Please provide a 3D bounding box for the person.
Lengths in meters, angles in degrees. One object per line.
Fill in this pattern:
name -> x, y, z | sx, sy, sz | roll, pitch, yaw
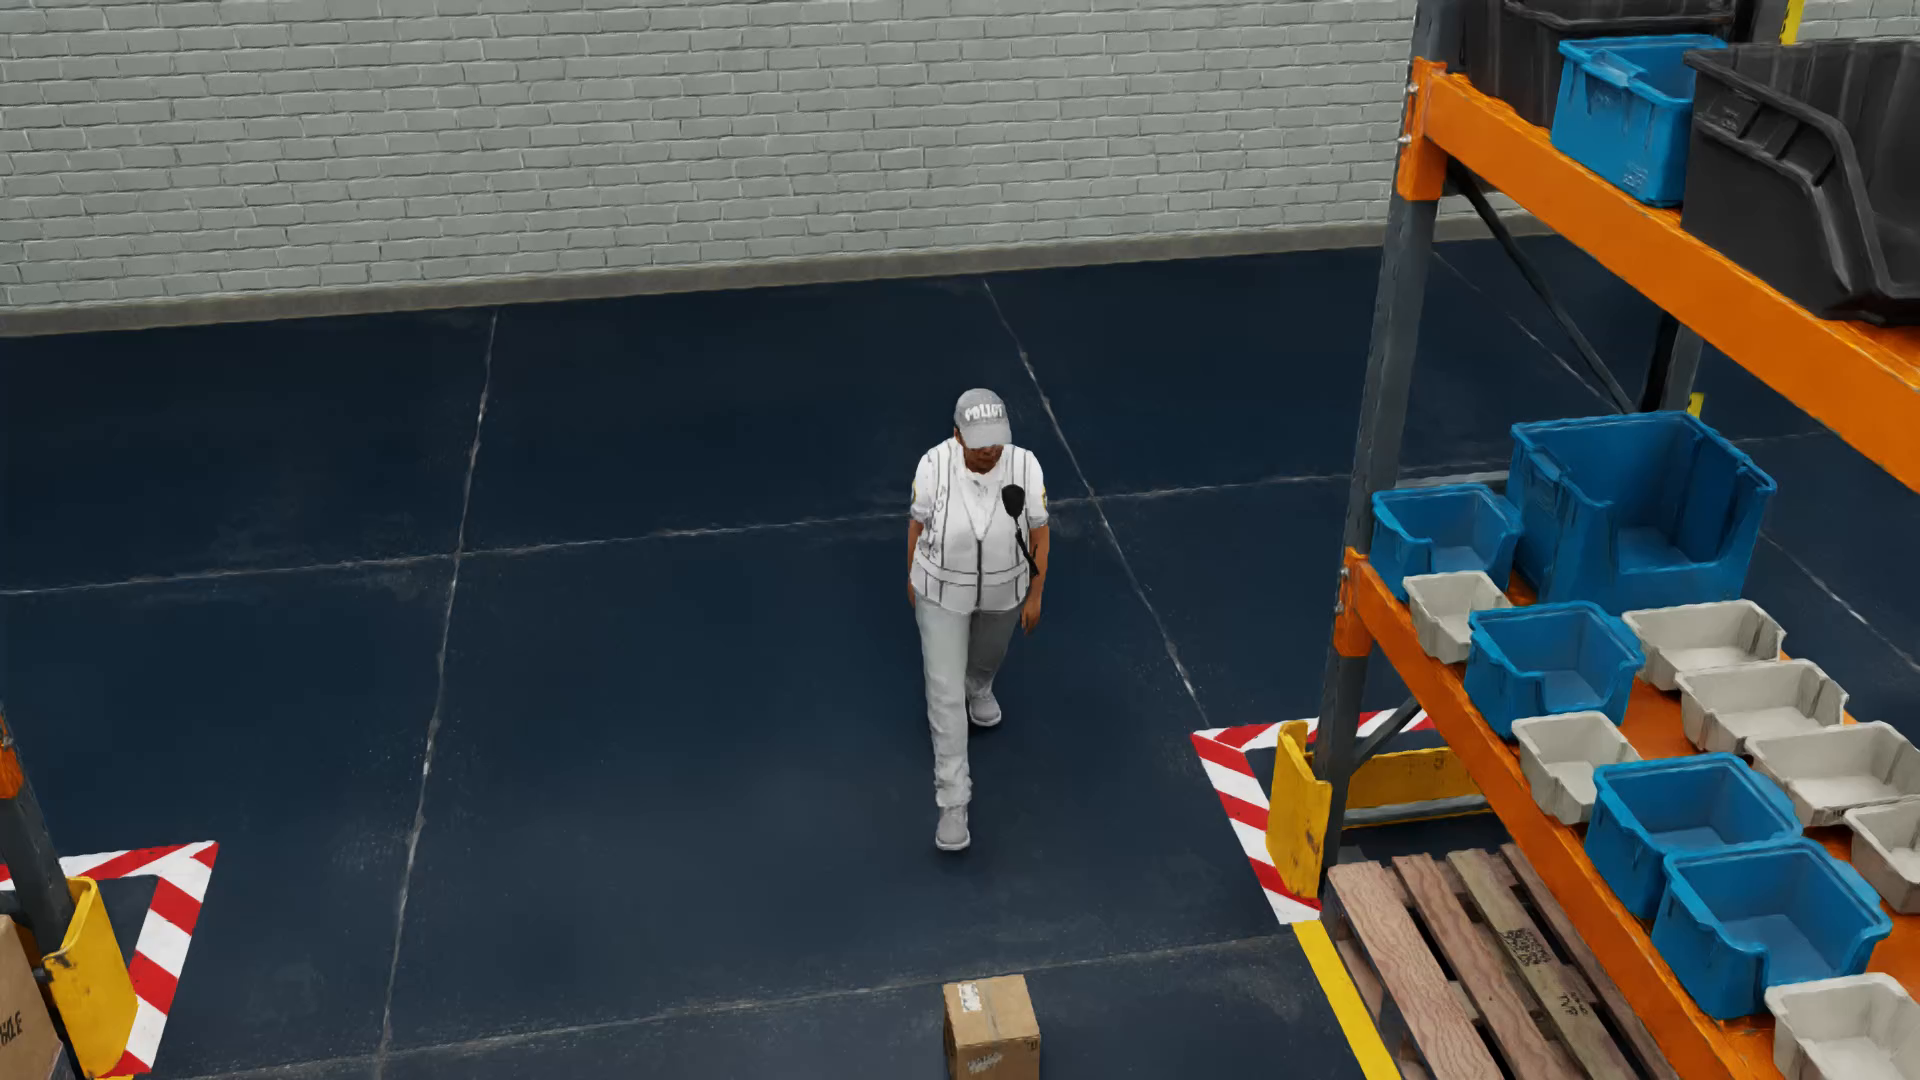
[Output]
person -> 0.075, 0.179, 5.842 | 0.487, 1.586, 1.046 | -4, 31, -7
